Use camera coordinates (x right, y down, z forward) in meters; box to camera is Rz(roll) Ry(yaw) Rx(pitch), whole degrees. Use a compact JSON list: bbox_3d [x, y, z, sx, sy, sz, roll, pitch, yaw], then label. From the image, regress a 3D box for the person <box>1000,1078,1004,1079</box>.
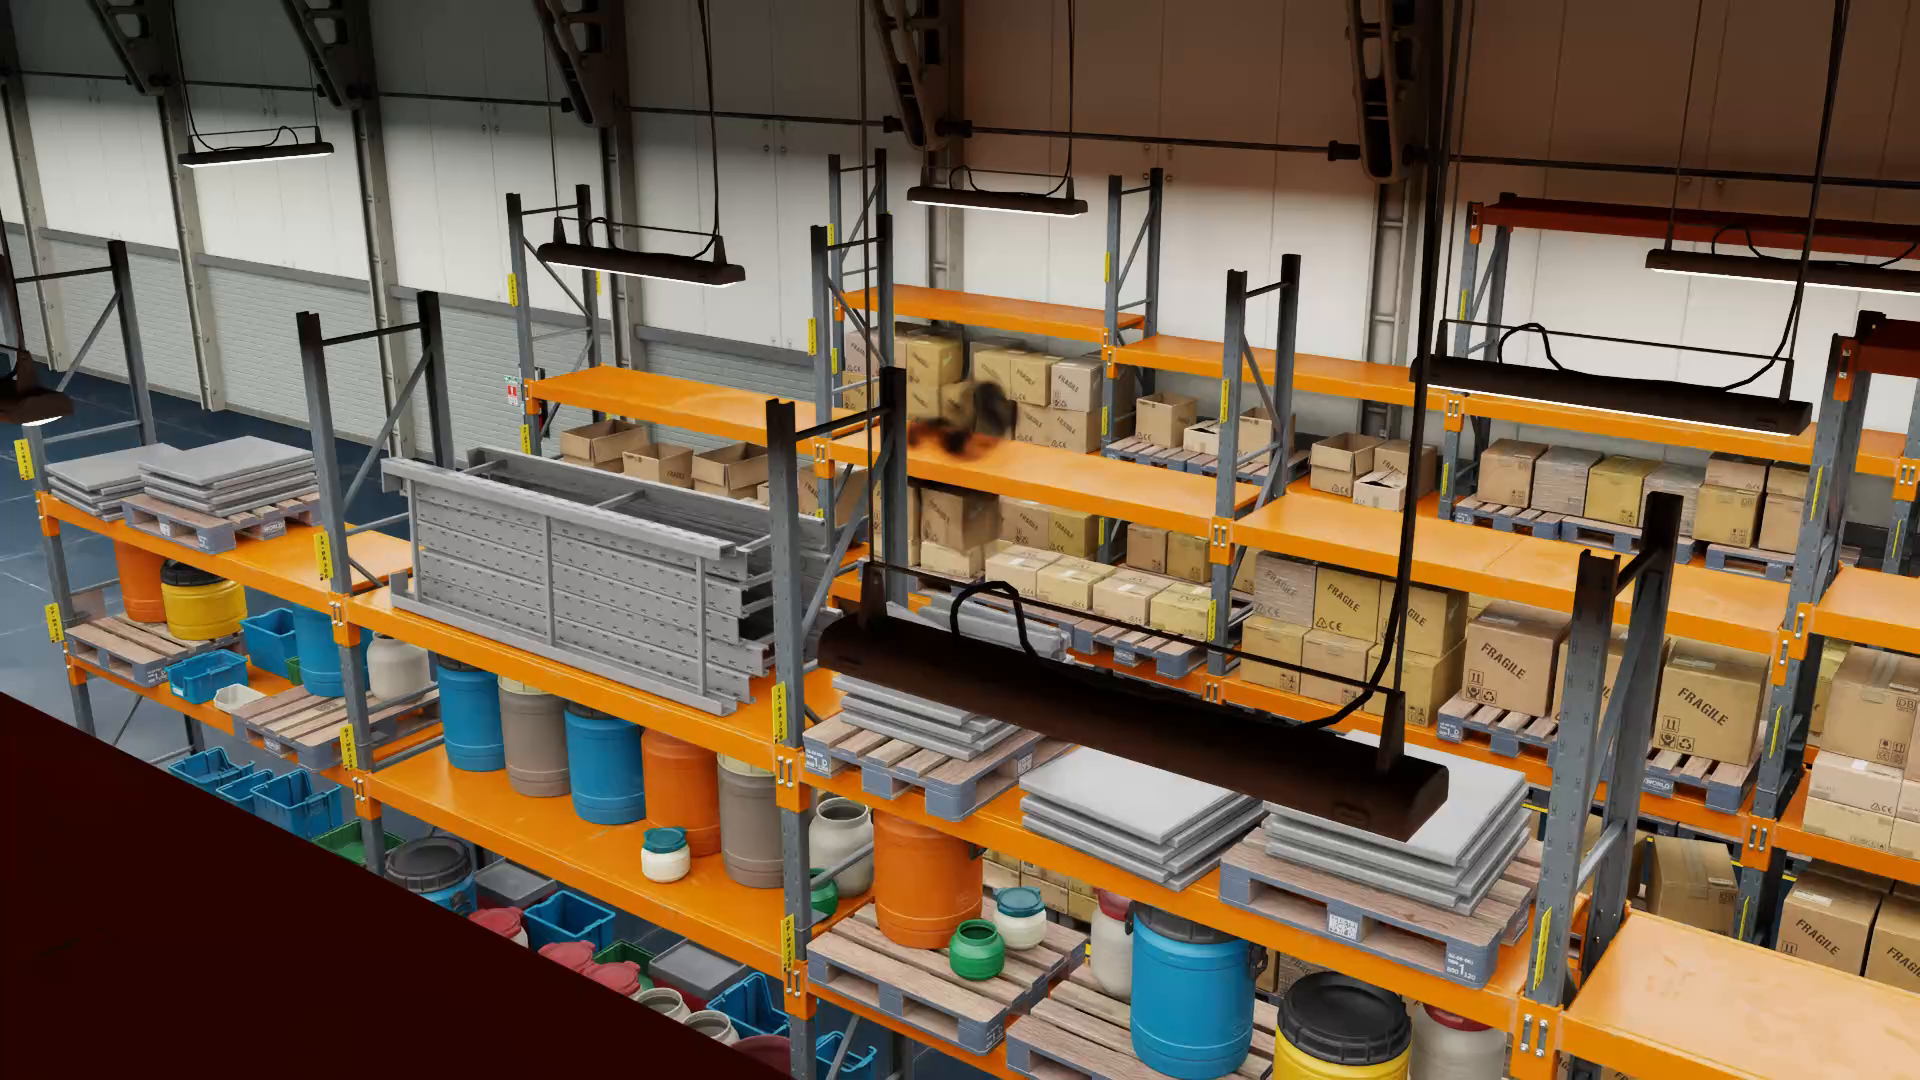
[{"bbox_3d":[0.565,3.688,11.274,1.024,1.455,0.506,13,22,33],"label":"person"}]
